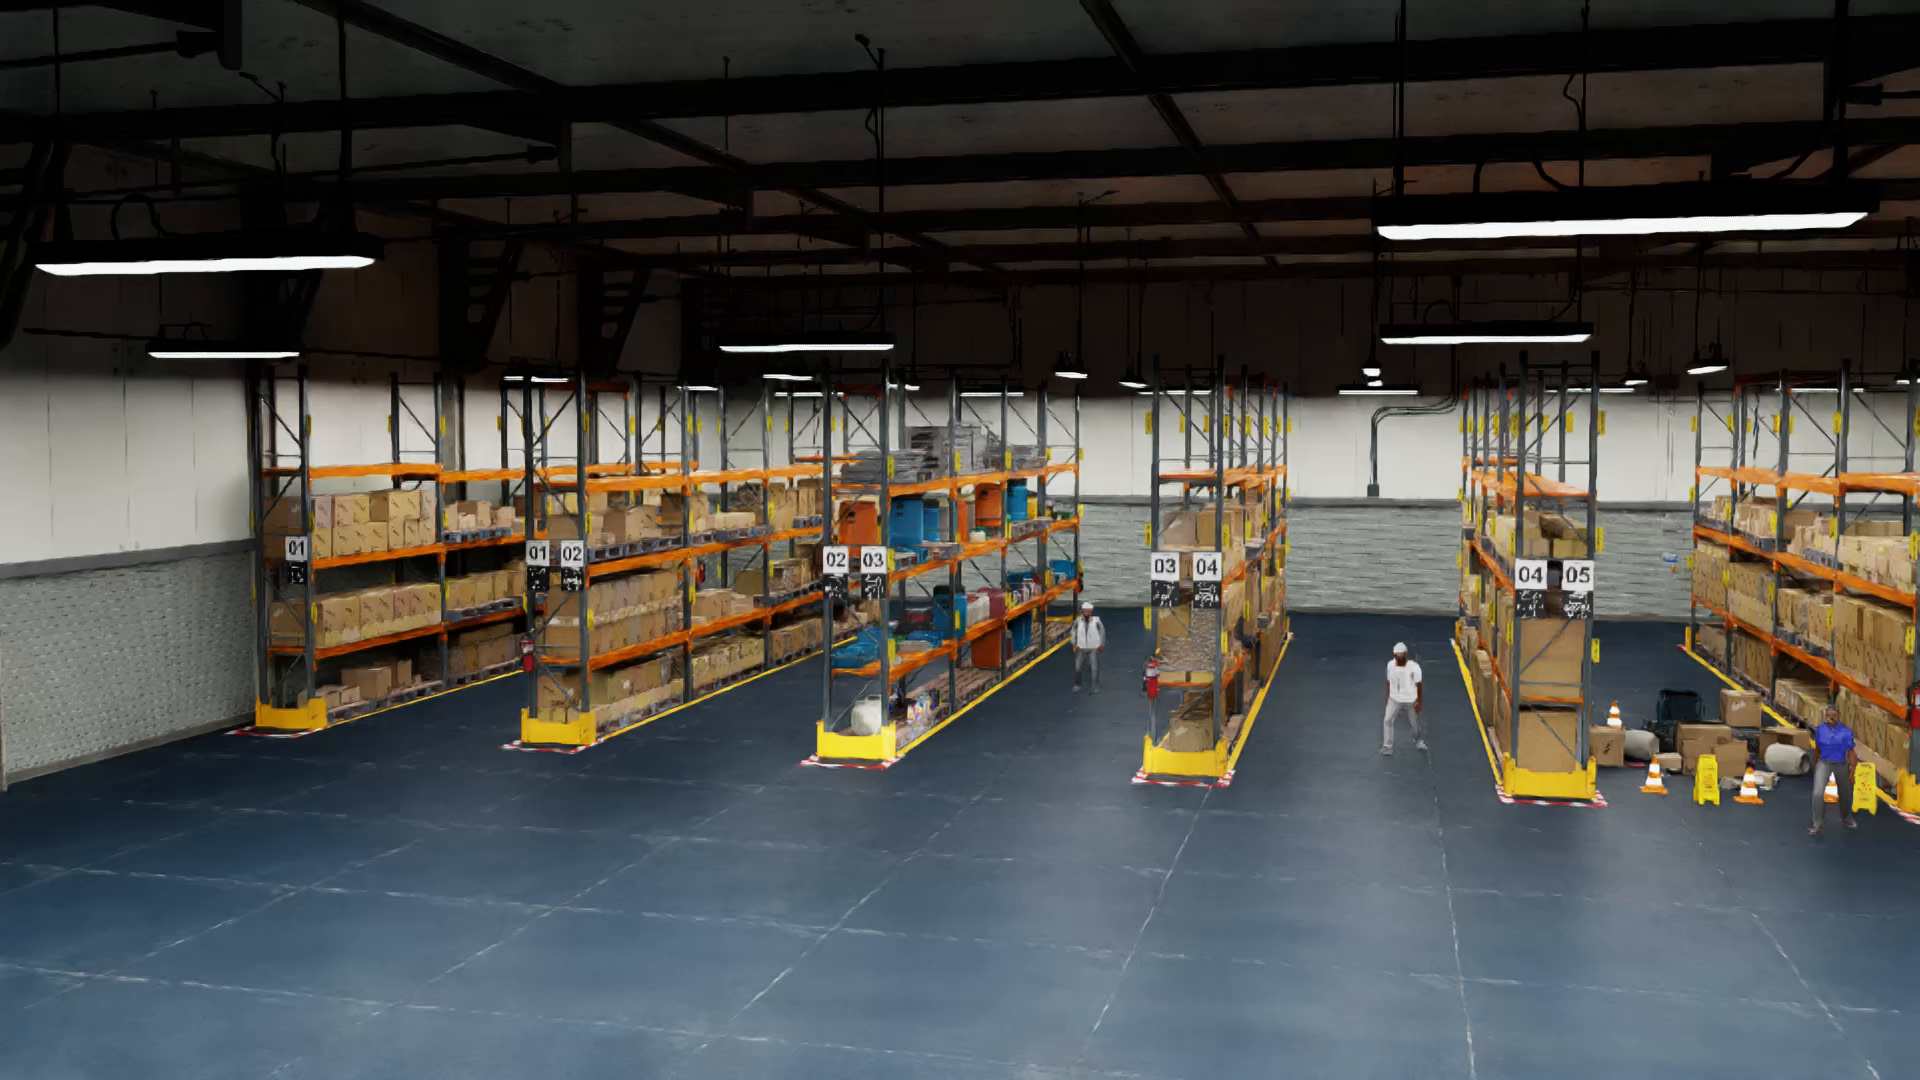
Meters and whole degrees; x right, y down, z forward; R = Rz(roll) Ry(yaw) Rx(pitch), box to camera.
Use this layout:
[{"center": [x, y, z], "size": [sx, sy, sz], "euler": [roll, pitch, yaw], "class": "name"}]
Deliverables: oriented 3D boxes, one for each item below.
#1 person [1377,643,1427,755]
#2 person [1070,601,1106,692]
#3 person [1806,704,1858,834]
[{"center": [6.758, 2.408, 25.350], "size": [0.617, 1.715, 0.972], "euler": [3, 5, 36], "class": "person"}, {"center": [2.395, 1.986, 31.174], "size": [0.677, 1.701, 0.574], "euler": [1, 4, 13], "class": "person"}, {"center": [10.744, 2.794, 20.435], "size": [0.494, 1.594, 0.943], "euler": [3, 5, 36], "class": "person"}]
